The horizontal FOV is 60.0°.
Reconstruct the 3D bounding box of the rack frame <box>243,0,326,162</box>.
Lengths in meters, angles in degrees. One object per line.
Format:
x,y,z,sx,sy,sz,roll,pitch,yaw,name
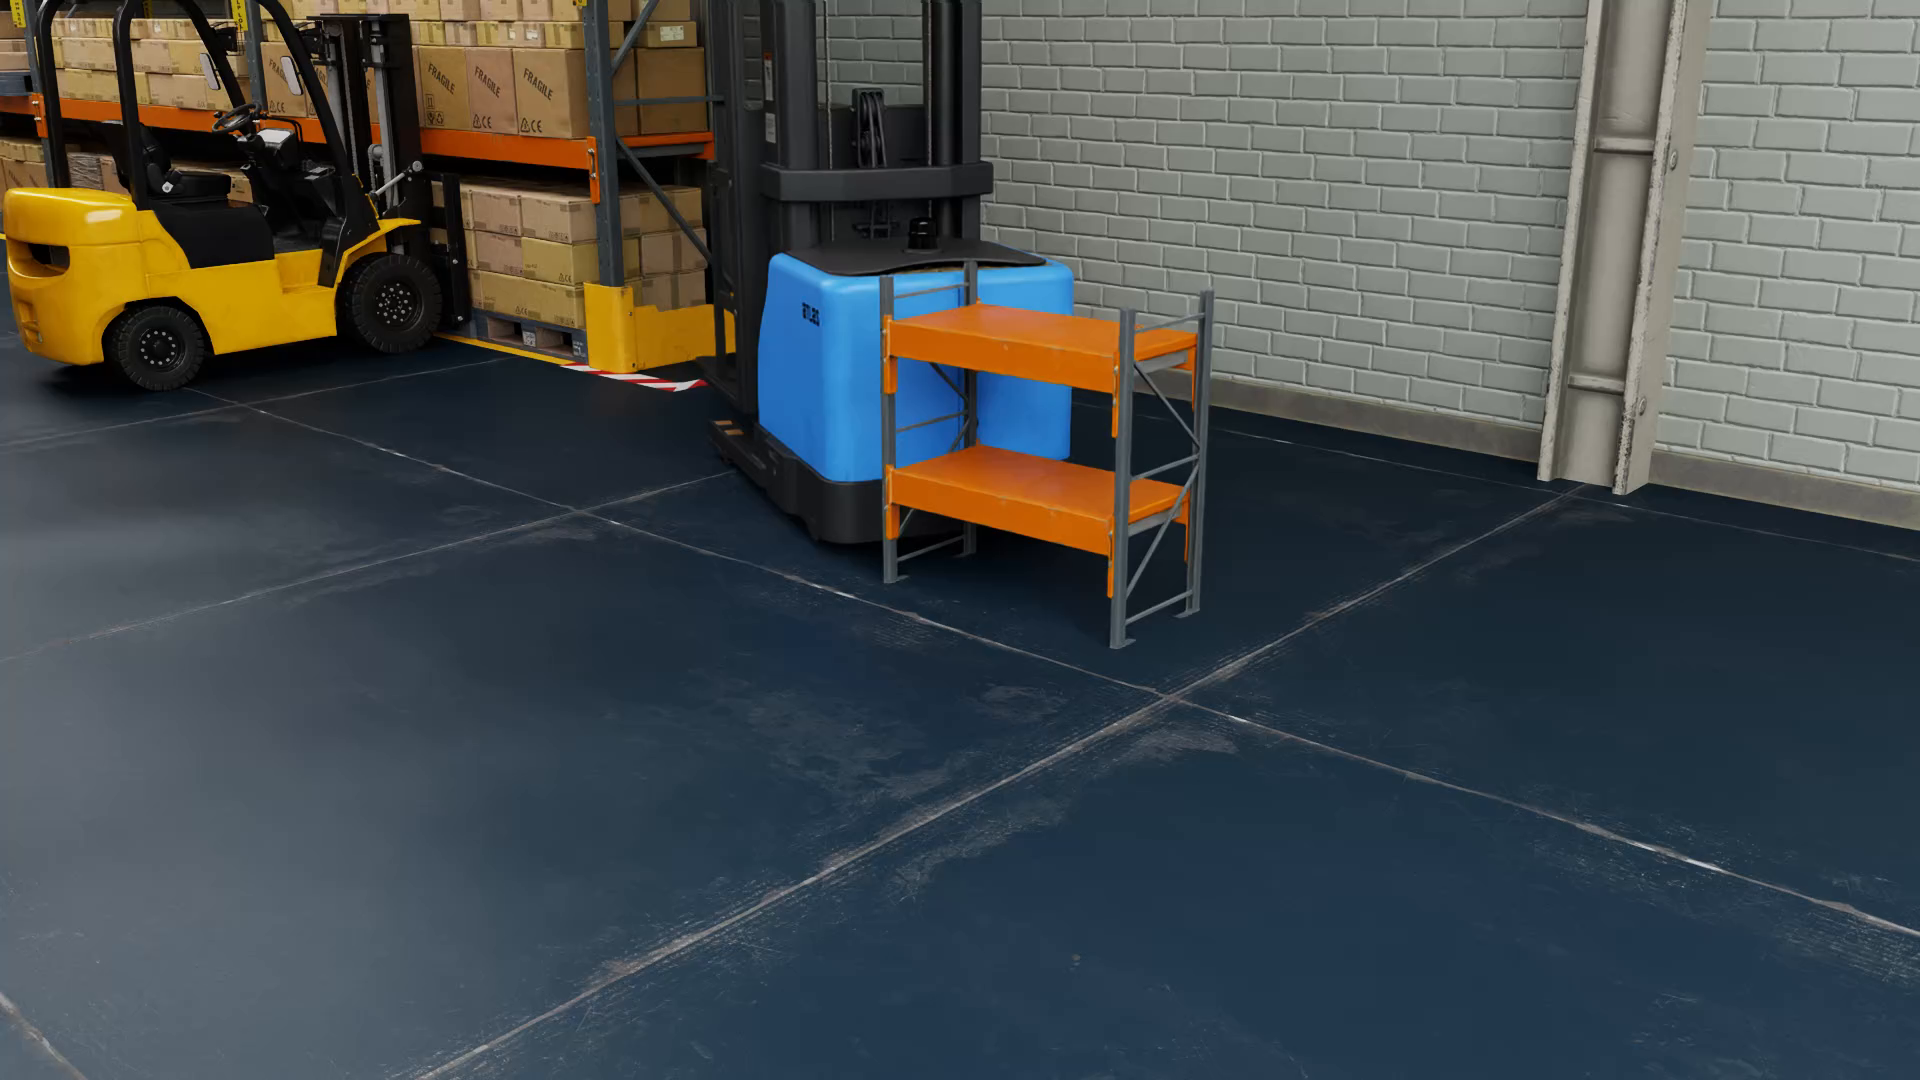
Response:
-4.717,-3.363,12.248,0.127,3.000,1.000,15,23,39,rack frame

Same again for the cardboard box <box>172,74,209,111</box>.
-5.648,-3.433,12.717,0.500,0.250,0.500,15,23,39,cardboard box

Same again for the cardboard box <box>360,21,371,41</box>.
-3.715,-3.332,10.915,0.250,0.149,0.380,14,22,38,cardboard box

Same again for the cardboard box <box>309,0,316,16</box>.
-4.224,-3.649,11.421,0.250,0.149,0.380,14,23,38,cardboard box

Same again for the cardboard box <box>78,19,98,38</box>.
-7.053,-4.243,13.785,0.250,0.149,0.380,15,23,40,cardboard box

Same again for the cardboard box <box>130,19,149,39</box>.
-6.345,-4.023,13.093,0.250,0.149,0.380,14,23,38,cardboard box

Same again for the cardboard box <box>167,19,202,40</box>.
-5.758,-3.869,12.607,0.250,0.149,0.380,14,22,38,cardboard box

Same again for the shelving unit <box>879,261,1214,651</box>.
0.279,-0.332,5.798,1.048,1.125,0.538,14,23,38,shelving unit

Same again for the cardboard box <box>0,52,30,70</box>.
-8.455,-4.291,14.895,0.250,0.149,0.380,16,23,40,cardboard box

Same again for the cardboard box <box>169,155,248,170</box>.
-6.254,-2.841,13.837,0.625,0.625,0.875,14,22,37,cardboard box

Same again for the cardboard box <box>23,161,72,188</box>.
-8.168,-3.211,15.208,0.500,0.500,0.500,16,24,41,cardboard box

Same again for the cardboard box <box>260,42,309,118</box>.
-4.559,-3.262,11.766,0.500,0.500,0.500,14,22,38,cardboard box

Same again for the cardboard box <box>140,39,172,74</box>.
-6.023,-3.776,12.972,0.500,0.250,0.500,16,23,40,cardboard box

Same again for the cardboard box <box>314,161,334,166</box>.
-4.564,-2.561,11.920,0.500,0.250,0.500,15,23,38,cardboard box

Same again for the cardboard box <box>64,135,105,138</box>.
-8.454,-3.826,16.073,0.250,0.149,0.380,14,22,37,cardboard box

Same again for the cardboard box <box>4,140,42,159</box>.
-8.639,-3.636,15.476,0.250,0.149,0.380,14,22,37,cardboard box

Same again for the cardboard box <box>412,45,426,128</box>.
-3.417,-2.954,10.796,0.500,0.500,0.500,15,23,40,cardboard box

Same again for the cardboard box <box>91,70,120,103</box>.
-6.777,-3.746,13.704,0.500,0.250,0.500,14,22,38,cardboard box

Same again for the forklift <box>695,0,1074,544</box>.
-0.557,-1.787,7.399,1.130,2.935,3.031,-7,19,-21,forklift

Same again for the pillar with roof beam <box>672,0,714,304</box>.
-4.506,-4.789,6.824,0.400,9.000,9.100,15,23,39,pillar with roof beam

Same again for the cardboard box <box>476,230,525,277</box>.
-2.665,-1.817,10.404,0.500,0.250,0.500,15,23,39,cardboard box

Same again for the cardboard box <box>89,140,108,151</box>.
-7.892,-3.659,15.547,0.250,0.149,0.380,17,24,42,cardboard box

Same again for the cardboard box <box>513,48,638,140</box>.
-2.268,-2.646,9.826,0.500,0.500,0.500,14,23,38,cardboard box

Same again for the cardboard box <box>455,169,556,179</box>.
-3.081,-2.372,11.324,0.500,0.250,0.500,14,23,38,cardboard box

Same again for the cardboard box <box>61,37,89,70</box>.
-7.166,-4.087,13.953,0.500,0.250,0.500,16,24,41,cardboard box

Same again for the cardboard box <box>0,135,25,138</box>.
-9.220,-3.798,15.986,0.250,0.149,0.380,14,22,37,cardboard box

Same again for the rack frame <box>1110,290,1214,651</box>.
0.667,-0.232,5.484,0.032,1.125,0.500,14,23,38,rack frame

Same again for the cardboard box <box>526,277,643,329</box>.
-2.287,-1.472,10.142,0.500,0.250,0.500,15,23,40,cardboard box

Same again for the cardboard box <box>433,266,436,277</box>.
-3.424,-1.776,11.099,0.500,0.250,0.500,16,24,41,cardboard box

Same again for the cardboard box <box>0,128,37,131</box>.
-9.637,-4.134,17.045,0.250,0.149,0.380,14,22,37,cardboard box

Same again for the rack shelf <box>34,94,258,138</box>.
-6.213,-3.421,13.622,4.000,0.370,1.077,15,23,39,rack shelf

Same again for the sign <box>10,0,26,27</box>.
-8.062,-4.555,14.223,0.005,0.325,0.100,15,23,39,sign

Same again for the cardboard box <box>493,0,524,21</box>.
-2.552,-3.171,9.916,0.250,0.149,0.380,16,23,40,cardboard box

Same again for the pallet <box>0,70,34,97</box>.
-8.263,-4.194,15.187,1.003,0.211,1.213,15,23,39,pallet

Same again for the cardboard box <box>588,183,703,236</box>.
-1.960,-2.065,10.358,0.500,0.250,0.500,15,23,38,cardboard box

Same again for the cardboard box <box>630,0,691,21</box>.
-1.835,-3.174,9.924,0.250,0.149,0.380,14,23,38,cardboard box

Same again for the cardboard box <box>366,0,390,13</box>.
-3.660,-3.489,10.918,0.250,0.149,0.380,15,23,39,cardboard box

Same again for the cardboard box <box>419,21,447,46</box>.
-3.147,-3.174,10.418,0.250,0.149,0.380,15,23,40,cardboard box

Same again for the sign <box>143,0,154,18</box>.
-7.343,-4.844,15.001,0.005,0.325,0.100,15,23,39,sign

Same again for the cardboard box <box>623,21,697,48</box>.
-1.807,-3.043,10.004,0.250,0.149,0.380,14,23,38,cardboard box

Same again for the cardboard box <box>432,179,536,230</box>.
-3.047,-2.148,10.619,0.500,0.250,0.500,15,23,40,cardboard box

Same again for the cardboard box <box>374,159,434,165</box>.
-4.221,-2.674,12.276,0.500,0.250,0.500,16,23,40,cardboard box

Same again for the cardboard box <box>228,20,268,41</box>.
-5.120,-3.738,12.193,0.250,0.149,0.380,16,24,41,cardboard box

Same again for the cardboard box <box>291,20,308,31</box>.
-4.459,-3.544,11.583,0.250,0.149,0.380,16,23,41,cardboard box

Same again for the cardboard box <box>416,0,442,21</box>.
-3.155,-3.316,10.372,0.250,0.149,0.380,16,23,40,cardboard box

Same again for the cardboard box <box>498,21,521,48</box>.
-2.535,-3.033,9.972,0.250,0.149,0.380,16,23,40,cardboard box

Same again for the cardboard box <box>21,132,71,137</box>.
-9.069,-3.970,16.529,0.250,0.149,0.380,14,22,37,cardboard box

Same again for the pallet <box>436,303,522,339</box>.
-3.234,-1.619,11.365,1.213,0.211,1.003,15,23,39,pallet
